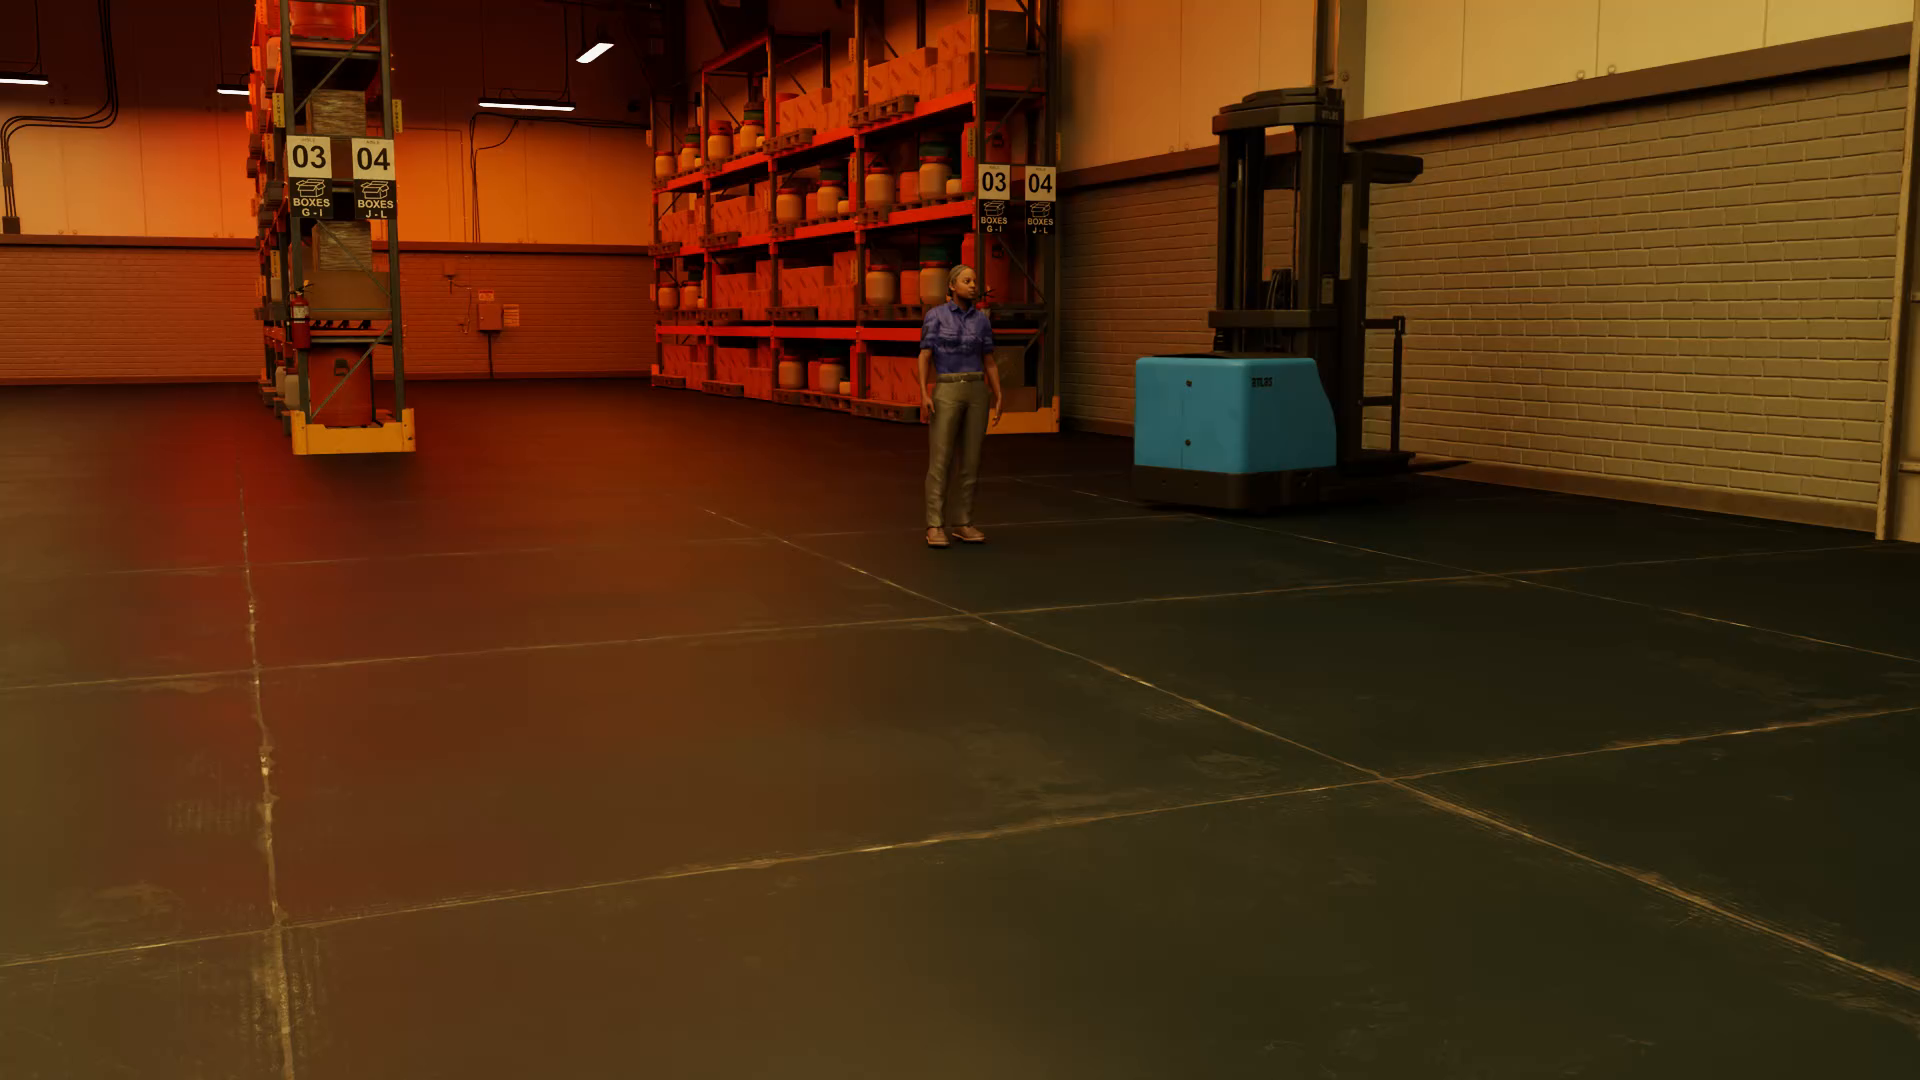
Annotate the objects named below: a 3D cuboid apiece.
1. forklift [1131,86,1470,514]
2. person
[{"bbox_3d":[2.673,-1.759,12.287,3.031,2.935,1.130,-6,10,-40],"label":"forklift"},{"bbox_3d":[0.017,-0.816,9.957,0.569,1.656,0.503,-3,8,-23],"label":"person"}]
